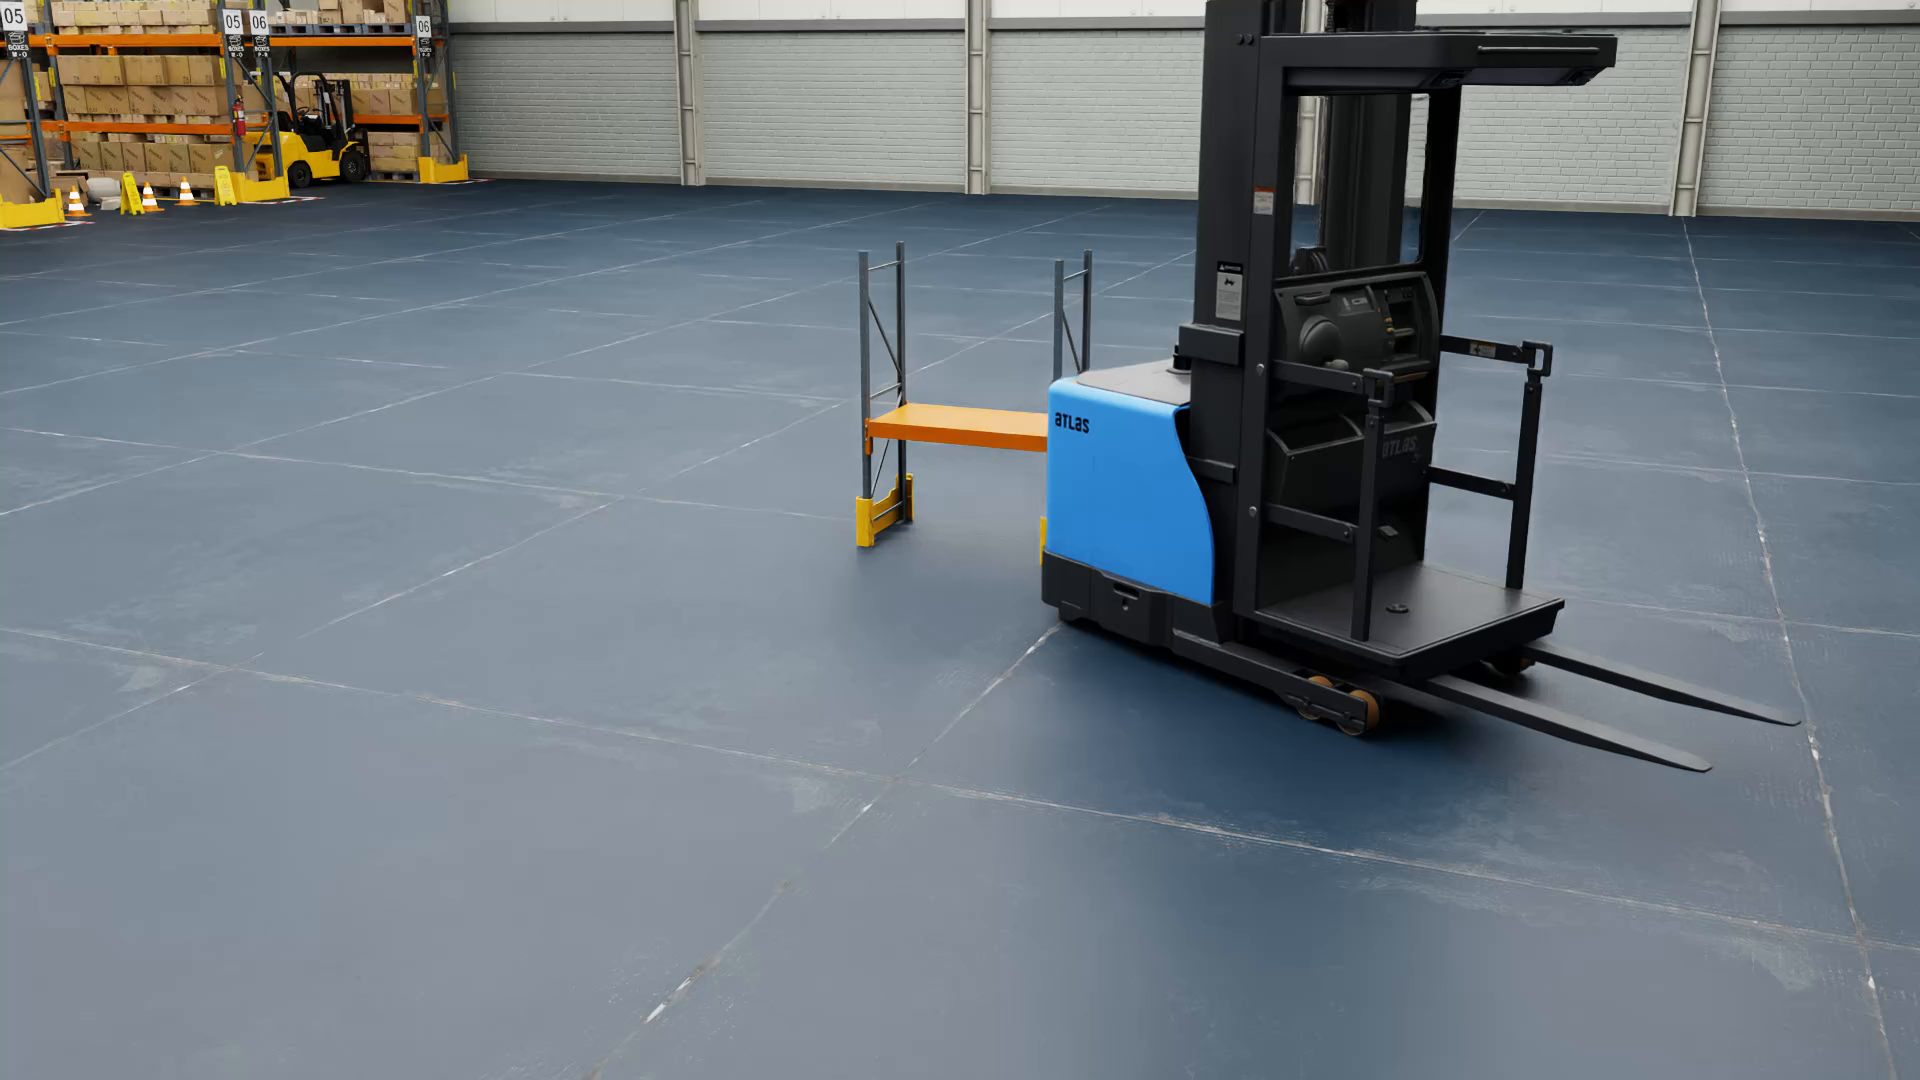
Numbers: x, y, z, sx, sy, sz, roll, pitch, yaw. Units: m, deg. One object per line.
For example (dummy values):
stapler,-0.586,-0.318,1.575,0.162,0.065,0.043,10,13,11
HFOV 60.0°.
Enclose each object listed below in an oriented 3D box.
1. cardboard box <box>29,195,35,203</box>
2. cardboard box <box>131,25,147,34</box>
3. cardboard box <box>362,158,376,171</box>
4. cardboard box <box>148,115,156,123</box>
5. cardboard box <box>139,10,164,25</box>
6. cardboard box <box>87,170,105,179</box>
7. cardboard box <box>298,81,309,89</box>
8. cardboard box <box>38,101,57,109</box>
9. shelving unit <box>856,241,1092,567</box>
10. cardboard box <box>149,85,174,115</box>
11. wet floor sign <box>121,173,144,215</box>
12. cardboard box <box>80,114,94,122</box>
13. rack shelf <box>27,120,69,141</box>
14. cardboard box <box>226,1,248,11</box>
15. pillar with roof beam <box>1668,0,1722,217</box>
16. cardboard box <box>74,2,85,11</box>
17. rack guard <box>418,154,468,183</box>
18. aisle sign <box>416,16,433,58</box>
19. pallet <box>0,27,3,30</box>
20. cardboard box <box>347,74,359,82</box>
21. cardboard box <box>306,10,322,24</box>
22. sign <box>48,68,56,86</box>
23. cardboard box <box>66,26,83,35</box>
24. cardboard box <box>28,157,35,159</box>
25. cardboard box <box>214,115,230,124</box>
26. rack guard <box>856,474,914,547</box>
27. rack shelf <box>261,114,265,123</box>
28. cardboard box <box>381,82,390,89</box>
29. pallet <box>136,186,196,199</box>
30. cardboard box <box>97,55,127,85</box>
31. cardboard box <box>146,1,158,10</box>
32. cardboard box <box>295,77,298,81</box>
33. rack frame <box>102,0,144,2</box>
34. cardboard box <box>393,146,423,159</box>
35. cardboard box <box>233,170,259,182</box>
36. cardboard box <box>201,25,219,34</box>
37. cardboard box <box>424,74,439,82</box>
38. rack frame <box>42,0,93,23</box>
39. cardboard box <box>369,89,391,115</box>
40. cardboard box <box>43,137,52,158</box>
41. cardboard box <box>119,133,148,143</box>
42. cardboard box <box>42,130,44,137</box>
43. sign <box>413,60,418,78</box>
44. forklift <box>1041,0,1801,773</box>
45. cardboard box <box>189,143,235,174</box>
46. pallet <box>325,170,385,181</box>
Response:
cardboard box,-15.503,-5.573,27.394,0.258,0.266,0.396,10,19,30
cardboard box,-14.215,-8.899,29.016,0.250,0.149,0.380,6,17,20
cardboard box,-11.991,-7.711,34.034,0.500,0.250,0.500,6,17,21
cardboard box,-14.176,-7.493,29.553,0.250,0.149,0.380,6,17,21
cardboard box,-13.862,-9.067,28.879,0.500,0.250,0.500,7,18,22
cardboard box,-15.606,-6.629,30.307,0.500,0.250,0.500,5,17,18
cardboard box,-13.342,-9.335,34.105,0.250,0.149,0.380,7,17,22
cardboard box,-16.636,-7.940,30.342,0.250,0.149,0.380,7,17,21
shelving unit,0.071,-0.712,8.438,1.083,1.500,0.587,6,17,21
cardboard box,-13.869,-7.749,29.271,0.500,0.500,0.500,6,17,20
wet floor sign,-13.304,-5.555,26.651,0.232,0.644,0.267,3,17,11
cardboard box,-15.627,-7.630,30.026,0.250,0.149,0.380,7,18,22
rack shelf,-17.916,-7.737,31.236,4.000,0.370,1.077,6,17,21
cardboard box,-12.591,-9.261,28.835,0.250,0.149,0.380,6,17,20
pillar with roof beam,9.912,-8.371,21.369,0.400,9.000,9.100,6,17,21
cardboard box,-15.388,-9.416,29.368,0.250,0.149,0.380,6,17,19
rack guard,-10.495,-7.554,33.798,0.348,0.500,1.175,6,17,21
aisle sign,-10.564,-9.922,32.810,0.004,0.787,0.394,6,17,21
pallet,-17.557,-9.425,30.715,1.003,0.211,1.213,6,17,21
cardboard box,-12.152,-9.346,33.610,0.250,0.149,0.380,7,17,22
cardboard box,-12.969,-10.561,33.601,0.258,0.266,0.396,6,17,19
sign,-16.256,-8.290,29.773,0.005,0.325,0.100,6,17,21
cardboard box,-15.634,-9.061,29.575,0.250,0.149,0.380,6,17,21
cardboard box,-17.862,-7.014,31.415,0.625,0.372,0.950,7,18,22
cardboard box,-12.761,-7.331,28.997,0.250,0.149,0.380,7,18,22
rack guard,-0.392,-0.163,8.787,0.087,0.250,0.587,6,17,21
rack shelf,-16.099,-9.025,35.672,4.000,0.370,1.077,6,17,21
cardboard box,-11.410,-9.140,33.435,0.250,0.149,0.380,7,17,22
pallet,-14.279,-6.355,30.187,1.213,0.211,1.003,6,17,21
cardboard box,-14.802,-8.332,29.487,0.500,0.500,0.700,6,17,19
cardboard box,-13.904,-9.287,28.925,0.250,0.149,0.380,6,17,19
cardboard box,-13.534,-9.532,34.250,0.250,0.149,0.380,6,17,20
rack frame,-17.959,-12.456,35.440,0.127,3.000,1.000,6,17,21
cardboard box,-11.085,-7.847,33.605,0.500,0.250,0.500,6,17,20
cardboard box,-12.984,-6.505,29.878,0.500,0.250,0.500,6,17,20
cardboard box,-12.770,-8.753,28.514,0.250,0.149,0.380,6,17,21
cardboard box,-10.751,-9.349,33.621,0.250,0.149,0.380,6,17,20
rack frame,-16.056,-10.759,29.595,0.127,3.000,1.000,6,17,21
cardboard box,-11.551,-8.843,33.573,0.500,0.500,0.500,7,18,22
cardboard box,-20.351,-8.774,37.246,0.500,0.500,0.500,6,17,19
cardboard box,-14.782,-7.194,29.743,0.250,0.149,0.380,7,18,24
cardboard box,-20.436,-9.100,37.207,0.250,0.149,0.380,6,17,21
sign,-10.729,-9.287,32.783,0.005,0.325,0.100,6,17,21
forklift,1.686,-0.839,6.305,1.130,2.935,3.031,-13,21,-37
cardboard box,-13.176,-6.725,29.291,0.500,0.500,0.500,6,17,21
pallet,-12.375,-7.610,34.510,1.213,0.211,1.003,6,17,21
